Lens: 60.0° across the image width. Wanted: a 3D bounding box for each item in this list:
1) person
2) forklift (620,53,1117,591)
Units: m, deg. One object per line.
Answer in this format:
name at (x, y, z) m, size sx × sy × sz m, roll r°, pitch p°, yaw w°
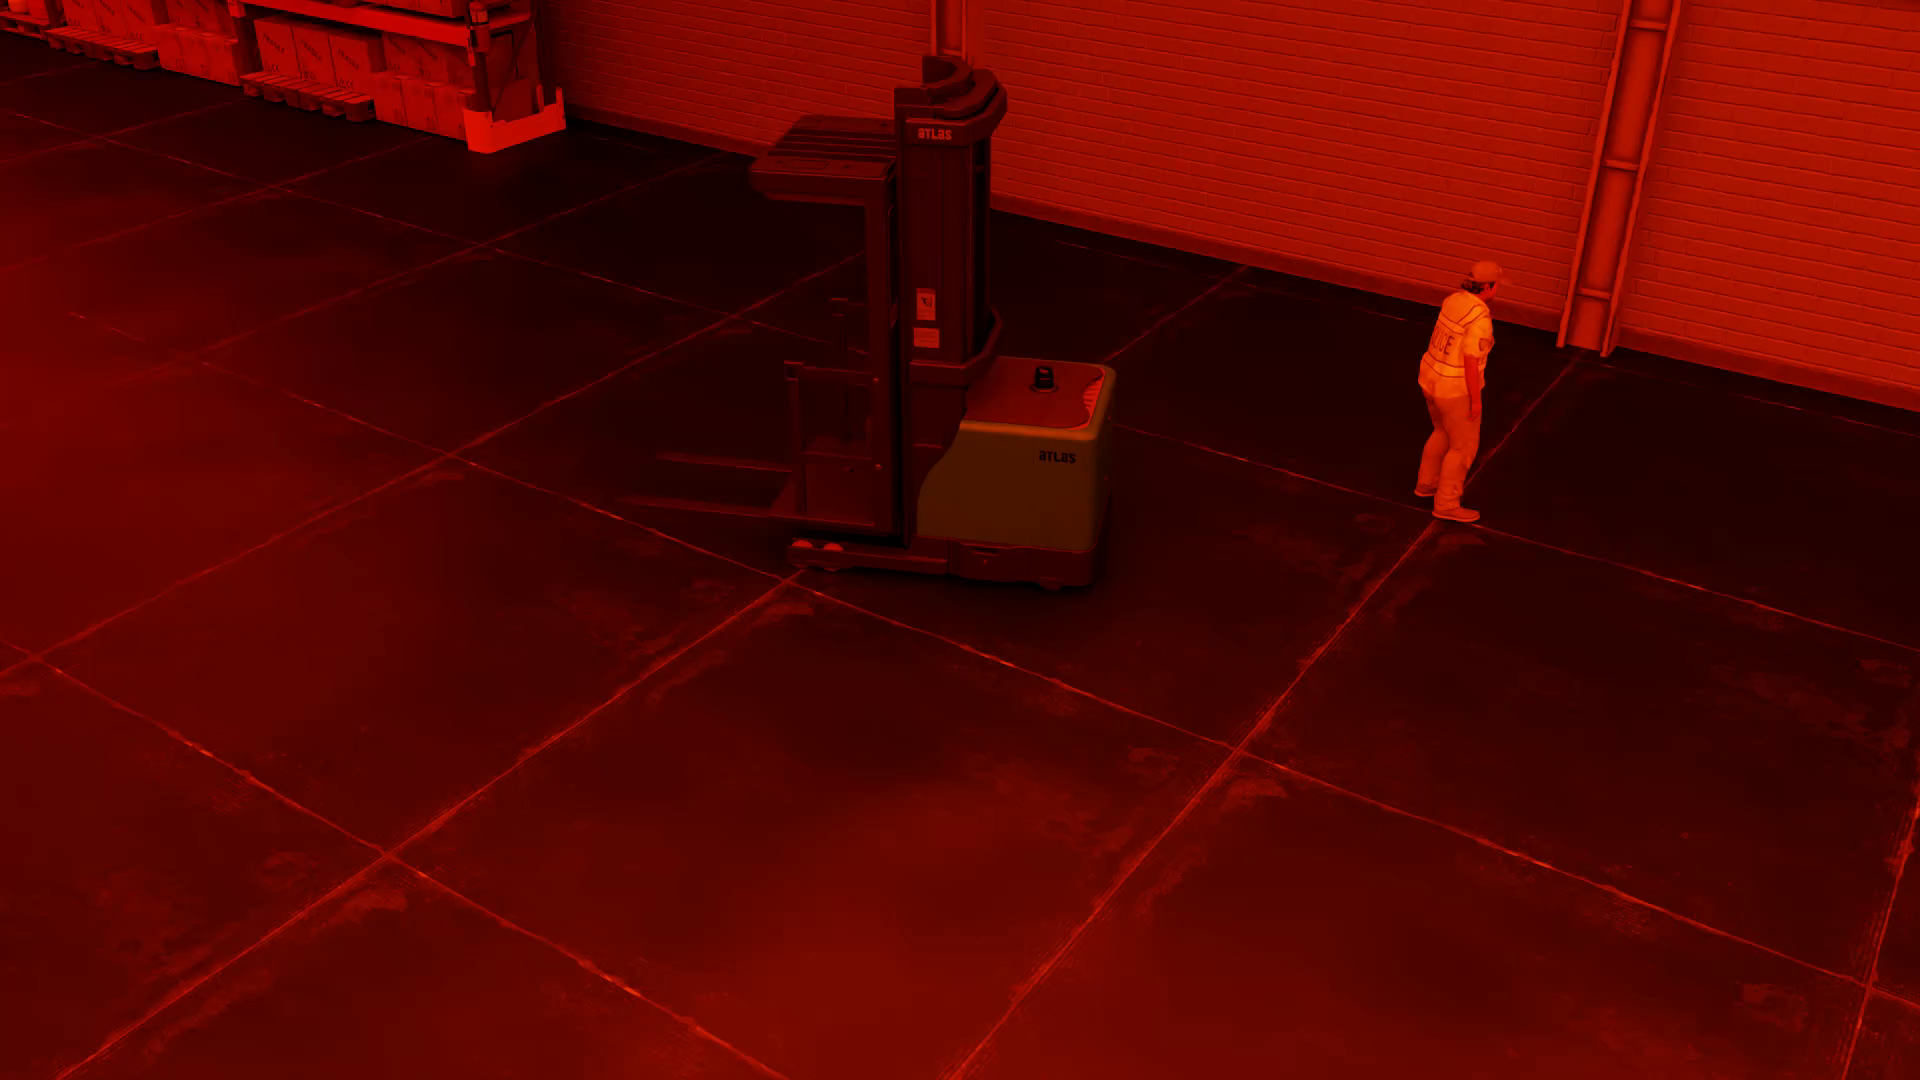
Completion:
person at (3.158, -0.956, 10.492) m, size 0.470 × 1.664 × 0.549 m, roll -5°, pitch 30°, yaw -8°
forklift at (-0.596, -1.330, 9.871) m, size 3.031 × 2.935 × 1.130 m, roll 6°, pitch 31°, yaw 10°
